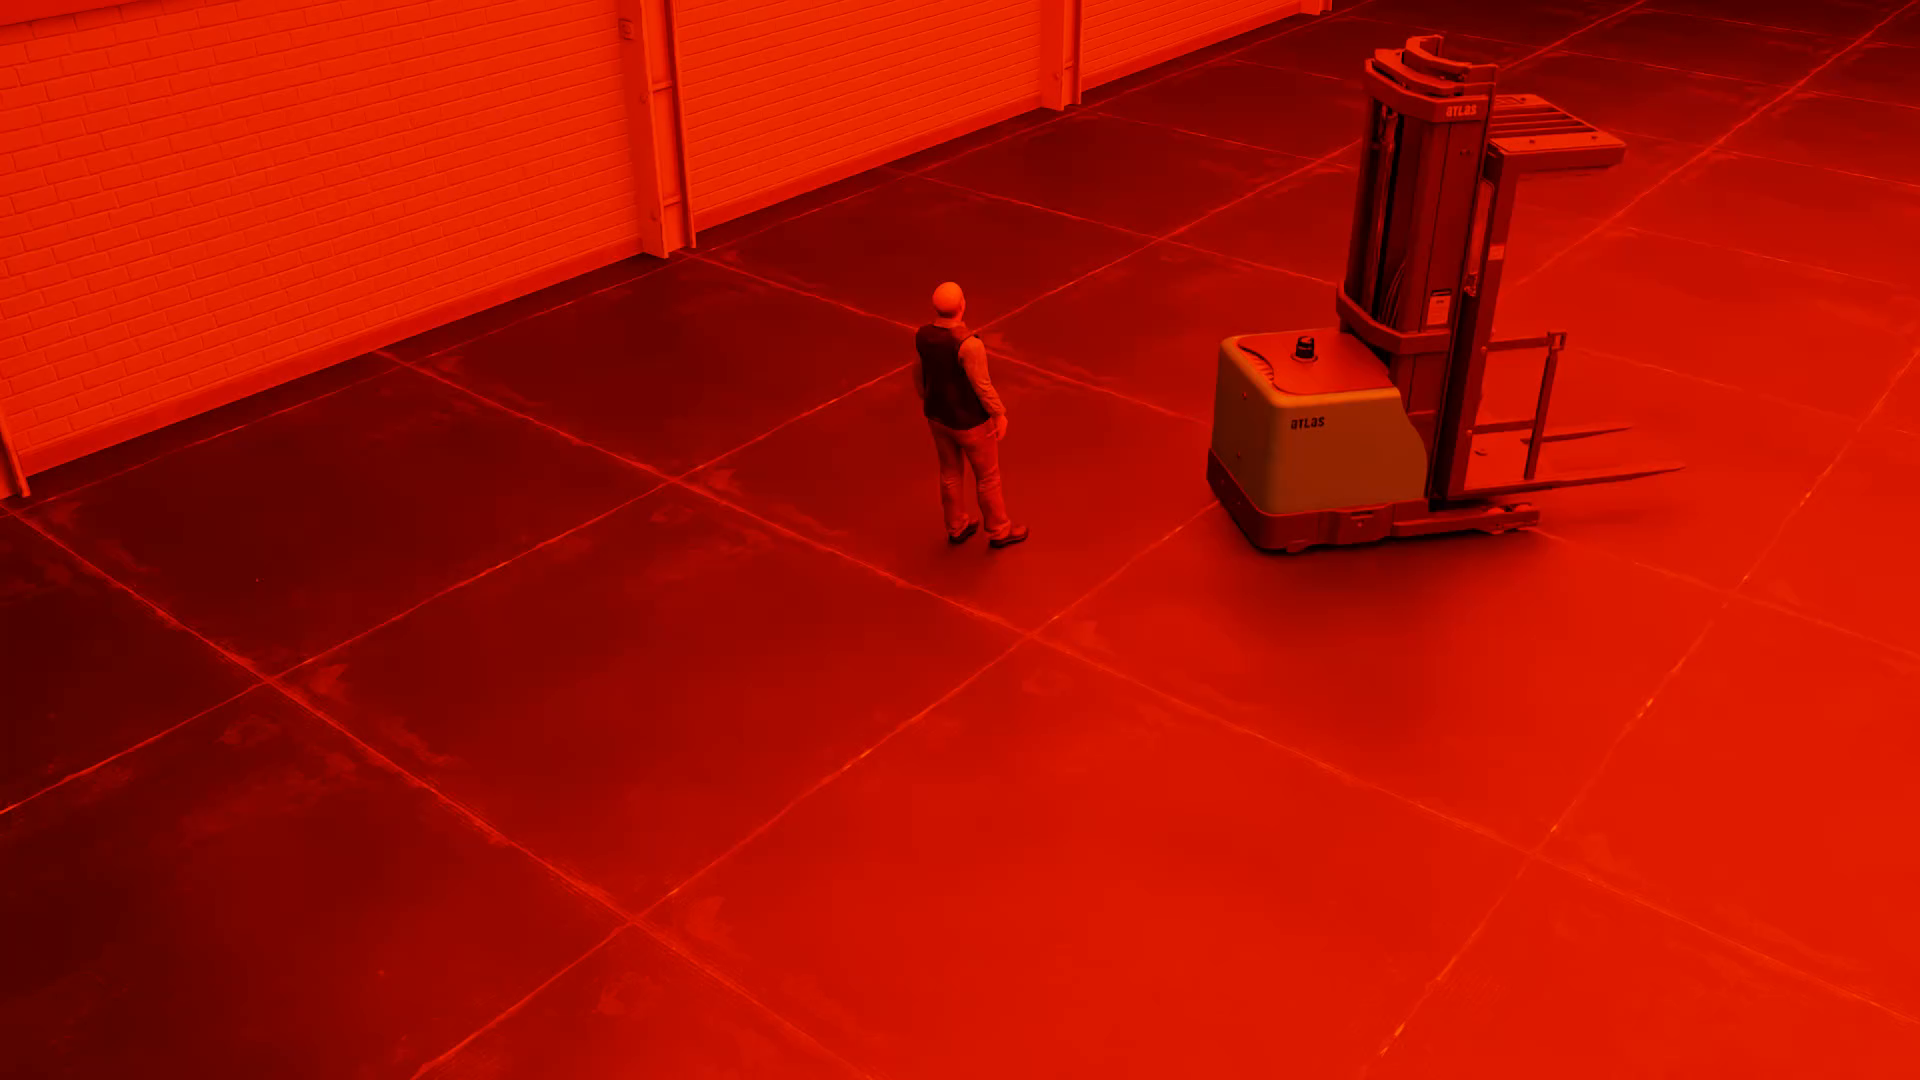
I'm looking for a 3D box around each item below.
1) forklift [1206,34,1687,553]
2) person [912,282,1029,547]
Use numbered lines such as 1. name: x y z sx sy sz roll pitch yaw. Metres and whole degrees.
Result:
1. forklift: 3.209 -1.556 10.258 3.031 2.935 1.130 -6 31 -11
2. person: 0.045 -0.771 10.099 0.632 1.720 0.568 22 37 33
